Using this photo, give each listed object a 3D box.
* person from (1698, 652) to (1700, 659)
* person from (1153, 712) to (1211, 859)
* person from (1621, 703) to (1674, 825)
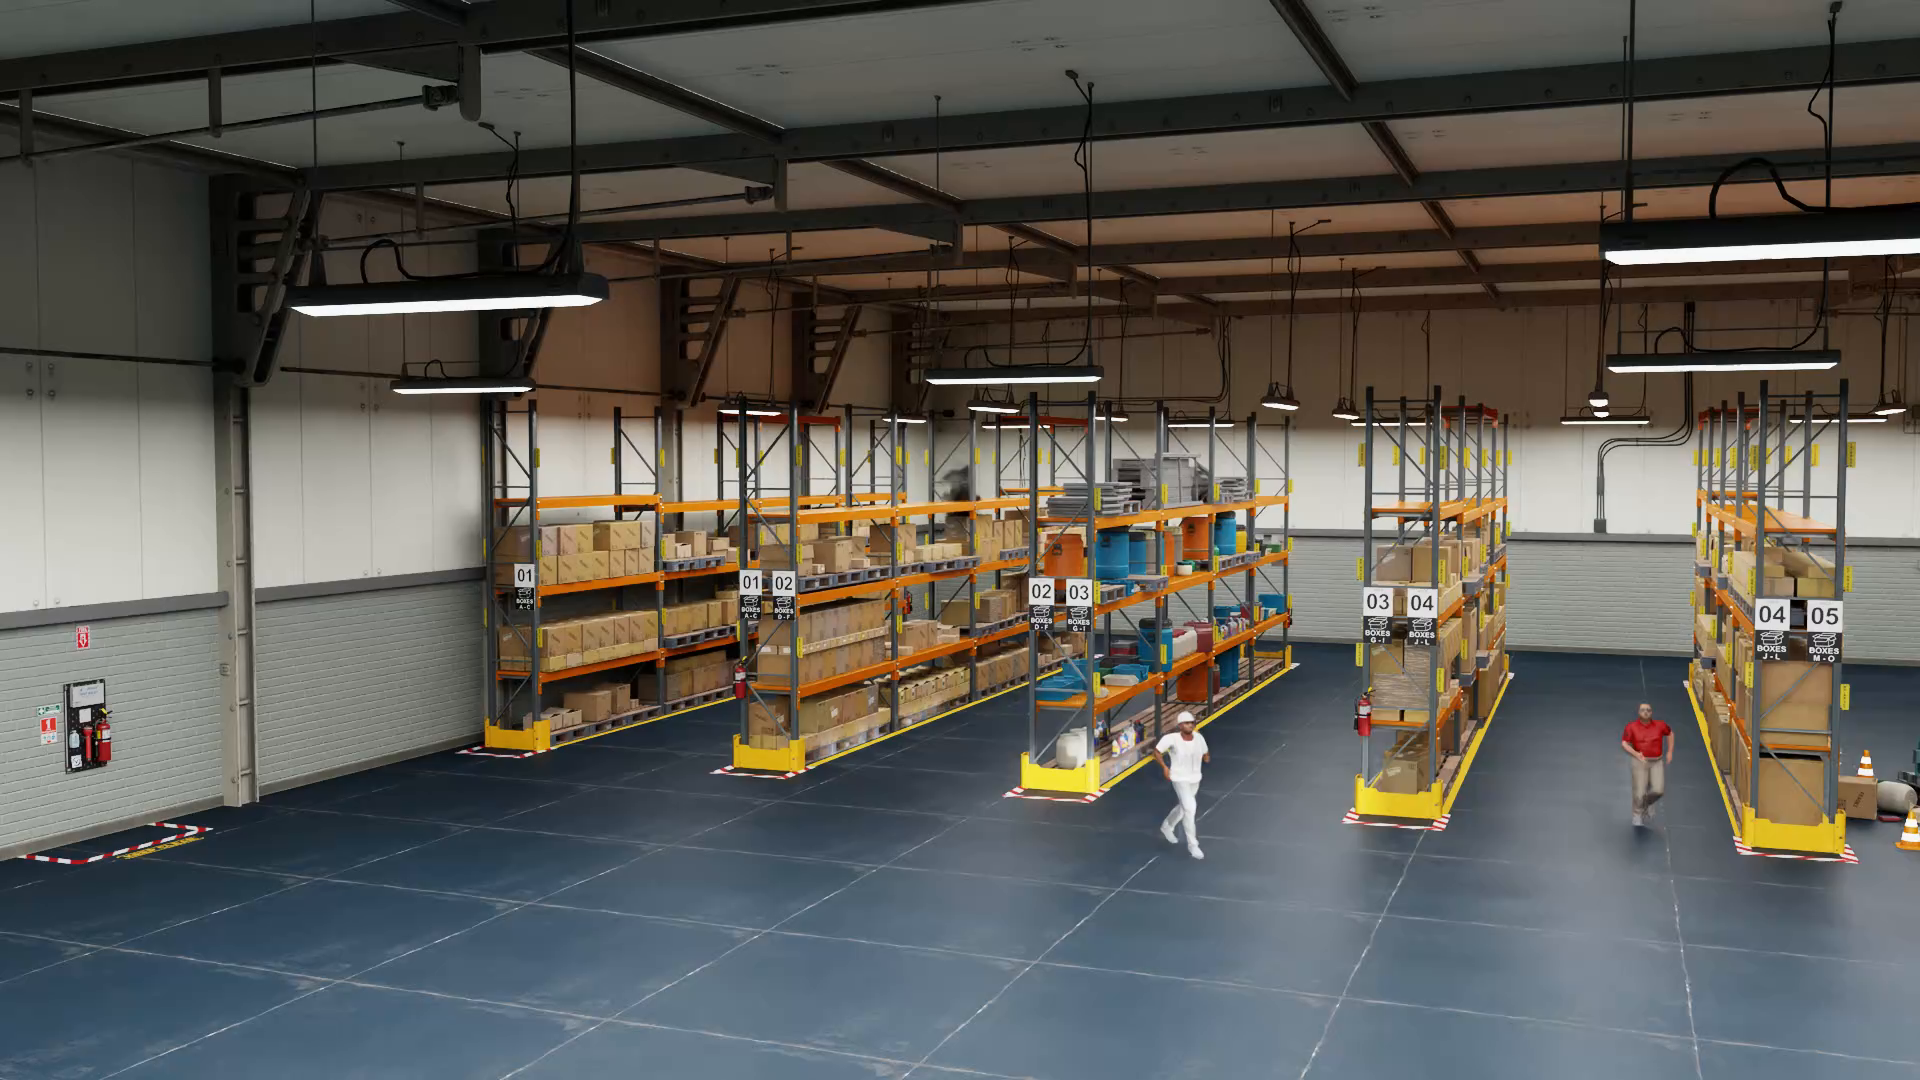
[{"bbox_3d":[16.807,2.403,37.572,0.628,1.535,0.639,2,3,36],"label":"person"},{"bbox_3d":[2.876,3.070,21.155,0.675,1.798,0.902,-2,3,-31],"label":"person"},{"bbox_3d":[9.327,3.051,22.538,0.688,1.688,0.718,1,3,15],"label":"person"}]
